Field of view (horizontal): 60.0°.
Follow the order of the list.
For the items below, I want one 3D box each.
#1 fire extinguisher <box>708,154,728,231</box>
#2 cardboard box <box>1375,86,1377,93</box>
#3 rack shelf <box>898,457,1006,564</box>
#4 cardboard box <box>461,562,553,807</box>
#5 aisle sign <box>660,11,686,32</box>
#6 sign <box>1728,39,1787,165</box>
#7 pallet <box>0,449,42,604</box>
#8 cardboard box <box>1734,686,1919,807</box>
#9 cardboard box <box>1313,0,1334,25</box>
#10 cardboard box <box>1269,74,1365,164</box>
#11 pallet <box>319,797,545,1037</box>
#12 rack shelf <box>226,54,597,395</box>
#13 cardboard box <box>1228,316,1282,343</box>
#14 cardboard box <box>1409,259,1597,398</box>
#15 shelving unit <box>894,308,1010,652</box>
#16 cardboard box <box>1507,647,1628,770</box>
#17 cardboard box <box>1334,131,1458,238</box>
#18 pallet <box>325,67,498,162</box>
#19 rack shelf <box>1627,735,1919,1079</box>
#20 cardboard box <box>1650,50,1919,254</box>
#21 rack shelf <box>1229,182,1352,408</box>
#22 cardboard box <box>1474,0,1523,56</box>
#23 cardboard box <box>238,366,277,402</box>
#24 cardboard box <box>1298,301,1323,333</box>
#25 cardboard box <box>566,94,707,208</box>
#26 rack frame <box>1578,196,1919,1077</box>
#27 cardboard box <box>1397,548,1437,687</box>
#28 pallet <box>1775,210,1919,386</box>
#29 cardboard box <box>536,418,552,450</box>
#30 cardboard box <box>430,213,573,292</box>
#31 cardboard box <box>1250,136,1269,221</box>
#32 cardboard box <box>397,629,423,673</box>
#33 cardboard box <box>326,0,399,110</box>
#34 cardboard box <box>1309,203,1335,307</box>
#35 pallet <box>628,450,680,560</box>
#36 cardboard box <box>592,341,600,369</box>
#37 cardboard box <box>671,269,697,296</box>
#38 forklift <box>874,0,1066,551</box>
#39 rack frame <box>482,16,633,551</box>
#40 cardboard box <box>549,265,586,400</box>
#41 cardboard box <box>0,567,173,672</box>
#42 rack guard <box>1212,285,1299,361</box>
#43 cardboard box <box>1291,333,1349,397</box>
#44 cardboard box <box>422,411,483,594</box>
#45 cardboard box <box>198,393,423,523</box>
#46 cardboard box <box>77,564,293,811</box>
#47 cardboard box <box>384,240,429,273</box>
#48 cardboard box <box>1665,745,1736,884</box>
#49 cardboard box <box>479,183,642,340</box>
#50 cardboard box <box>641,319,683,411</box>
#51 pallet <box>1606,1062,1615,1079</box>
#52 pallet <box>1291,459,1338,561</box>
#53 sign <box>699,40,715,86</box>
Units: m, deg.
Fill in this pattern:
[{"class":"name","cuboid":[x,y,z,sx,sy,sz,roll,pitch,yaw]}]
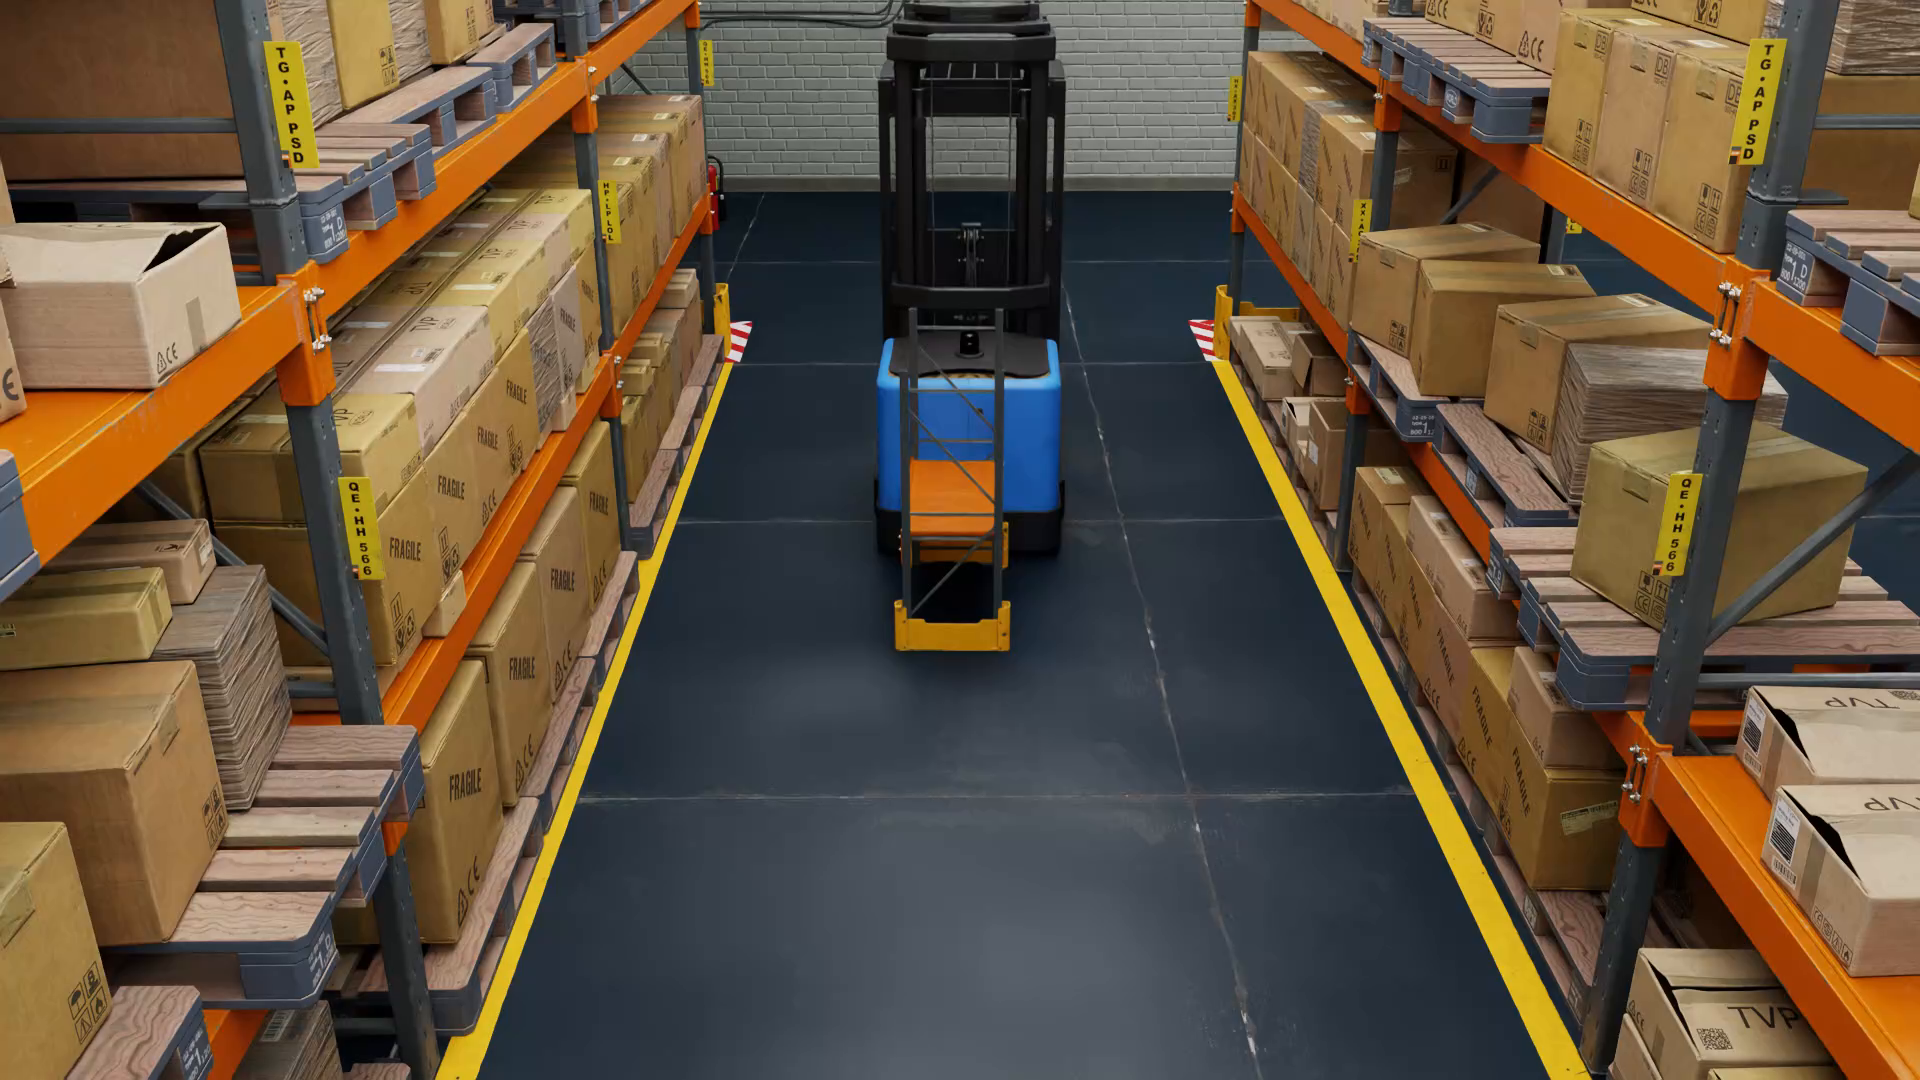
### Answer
[{"class":"fire extinguisher","cuboid":[-1.924,-2.689,12.602,0.296,0.674,0.183,0,24,-1]},{"class":"cardboard box","cuboid":[2.871,-2.540,10.390,0.500,0.500,0.500,0,24,1]},{"class":"rack shelf","cuboid":[-0.030,-0.169,8.739,0.538,0.185,1.000,0,24,1]},{"class":"cardboard box","cuboid":[-2.177,0.590,6.905,0.750,0.750,0.750,0,24,-1]},{"class":"aisle sign","cuboid":[-2.085,-4.046,11.900,0.394,0.787,0.004,0,24,-1]},{"class":"sign","cuboid":[2.114,-1.158,4.403,0.100,0.325,0.005,0,24,-1]},{"class":"pallet","cuboid":[-2.168,0.151,2.364,1.213,0.211,1.003,0,24,-1]},{"class":"cardboard box","cuboid":[2.617,0.633,4.818,0.500,0.311,0.500,1,24,3]},{"class":"cardboard box","cuboid":[2.333,-3.115,9.540,0.500,0.250,0.500,0,24,-1]},{"class":"cardboard box","cuboid":[2.324,-2.750,10.855,0.500,0.500,0.500,0,24,0]},{"class":"pallet","cuboid":[-2.230,1.412,6.373,1.003,0.211,1.213,0,24,-1]},{"class":"rack shelf","cuboid":[-2.319,-1.397,6.431,1.077,0.370,4.000,0,24,-1]},{"class":"cardboard box","cuboid":[2.230,-1.581,12.532,0.380,0.149,0.250,0,24,-1]},{"class":"cardboard box","cuboid":[2.465,-0.963,7.609,0.700,0.500,0.500,4,25,8]},{"class":"shelving unit","cuboid":[-0.030,-0.336,8.673,0.587,1.500,1.083,0,24,1]},{"class":"cardboard box","cuboid":[2.407,0.632,6.302,0.500,0.250,0.500,1,24,1]},{"class":"cardboard box","cuboid":[2.348,-1.914,9.007,0.500,0.500,0.500,0,24,0]},{"class":"pallet","cuboid":[-2.372,-1.540,6.105,1.003,0.211,1.213,1,24,2]},{"class":"rack shelf","cuboid":[2.678,1.594,3.458,1.077,0.370,4.000,0,24,-1]},{"class":"cardboard box","cuboid":[2.618,-1.149,4.890,0.910,0.500,0.500,0,24,-1]},{"class":"rack shelf","cuboid":[2.591,-1.702,10.746,1.077,0.370,4.000,0,24,-1]},{"class":"cardboard box","cuboid":[2.575,-2.372,6.962,0.600,0.600,0.600,-1,24,-1]},{"class":"cardboard box","cuboid":[-2.563,-0.465,5.721,0.500,0.250,0.500,-1,24,-2]},{"class":"cardboard box","cuboid":[2.821,-1.693,12.352,0.500,0.500,0.500,0,24,-1]},{"class":"cardboard box","cuboid":[-2.369,-2.757,11.841,0.980,0.700,0.700,1,24,2]},{"class":"rack frame","cuboid":[2.656,0.443,5.132,1.000,3.000,0.127,0,24,-1]},{"class":"cardboard box","cuboid":[2.389,0.359,7.816,0.500,0.500,0.500,0,24,0]},{"class":"pallet","cuboid":[2.753,-0.559,3.935,1.213,0.211,1.003,1,24,2]},{"class":"cardboard box","cuboid":[-2.072,-0.518,7.536,0.380,0.149,0.250,0,24,-1]},{"class":"cardboard box","cuboid":[-2.084,-1.312,7.594,0.500,0.250,0.500,0,24,1]},{"class":"cardboard box","cuboid":[2.321,-2.503,11.523,0.500,0.500,0.500,0,24,-1]},{"class":"cardboard box","cuboid":[-2.063,0.331,5.658,0.380,0.149,0.250,0,24,0]},{"class":"cardboard box","cuboid":[-2.411,-1.792,5.777,0.700,0.500,0.500,1,24,2]},{"class":"cardboard box","cuboid":[2.344,-1.669,9.678,0.500,0.500,0.500,0,24,1]},{"class":"pallet","cuboid":[-2.271,-0.225,9.991,1.003,0.211,1.213,0,24,-1]},{"class":"cardboard box","cuboid":[-2.054,-0.939,8.466,0.380,0.149,0.250,0,24,0]},{"class":"cardboard box","cuboid":[-2.093,-1.838,11.911,0.380,0.149,0.250,-1,24,-1]},{"class":"forklift","cuboid":[0.074,-1.835,10.251,1.130,2.935,3.031,0,24,1]},{"class":"rack frame","cuboid":[-2.341,-1.182,8.723,1.000,3.000,0.127,0,24,-1]},{"class":"cardboard box","cuboid":[-2.068,-0.973,7.754,0.500,0.500,0.500,0,24,0]},{"class":"cardboard box","cuboid":[-2.245,0.199,4.227,0.380,0.149,0.250,-4,25,-9]},{"class":"rack guard","cuboid":[2.570,-1.684,12.866,1.175,0.500,0.348,0,24,-1]},{"class":"cardboard box","cuboid":[2.587,-1.043,10.911,0.797,0.503,0.637,0,24,-1]},{"class":"cardboard box","cuboid":[-2.043,-0.141,5.915,0.500,0.500,0.500,1,24,1]},{"class":"cardboard box","cuboid":[-2.044,-0.266,5.281,0.500,0.250,0.500,0,24,1]},{"class":"cardboard box","cuboid":[-2.282,0.414,4.540,0.700,0.500,0.500,-3,25,-7]},{"class":"cardboard box","cuboid":[-2.573,-1.101,7.128,0.500,0.250,0.500,-1,24,-2]},{"class":"cardboard box","cuboid":[2.926,0.976,6.450,0.500,0.500,0.500,-1,24,-2]},{"class":"cardboard box","cuboid":[-2.330,-1.542,9.156,0.980,0.700,0.700,0,24,0]},{"class":"cardboard box","cuboid":[-2.265,-1.181,11.245,0.700,0.500,0.500,-1,24,-2]},{"class":"pallet","cuboid":[2.626,2.052,4.956,1.003,0.211,1.213,0,24,-1]},{"class":"pallet","cuboid":[2.606,-0.218,9.976,1.003,0.211,1.213,0,24,-1]},{"class":"sign","cuboid":[-1.841,-3.462,12.073,0.100,0.325,0.005,0,24,-1]}]
